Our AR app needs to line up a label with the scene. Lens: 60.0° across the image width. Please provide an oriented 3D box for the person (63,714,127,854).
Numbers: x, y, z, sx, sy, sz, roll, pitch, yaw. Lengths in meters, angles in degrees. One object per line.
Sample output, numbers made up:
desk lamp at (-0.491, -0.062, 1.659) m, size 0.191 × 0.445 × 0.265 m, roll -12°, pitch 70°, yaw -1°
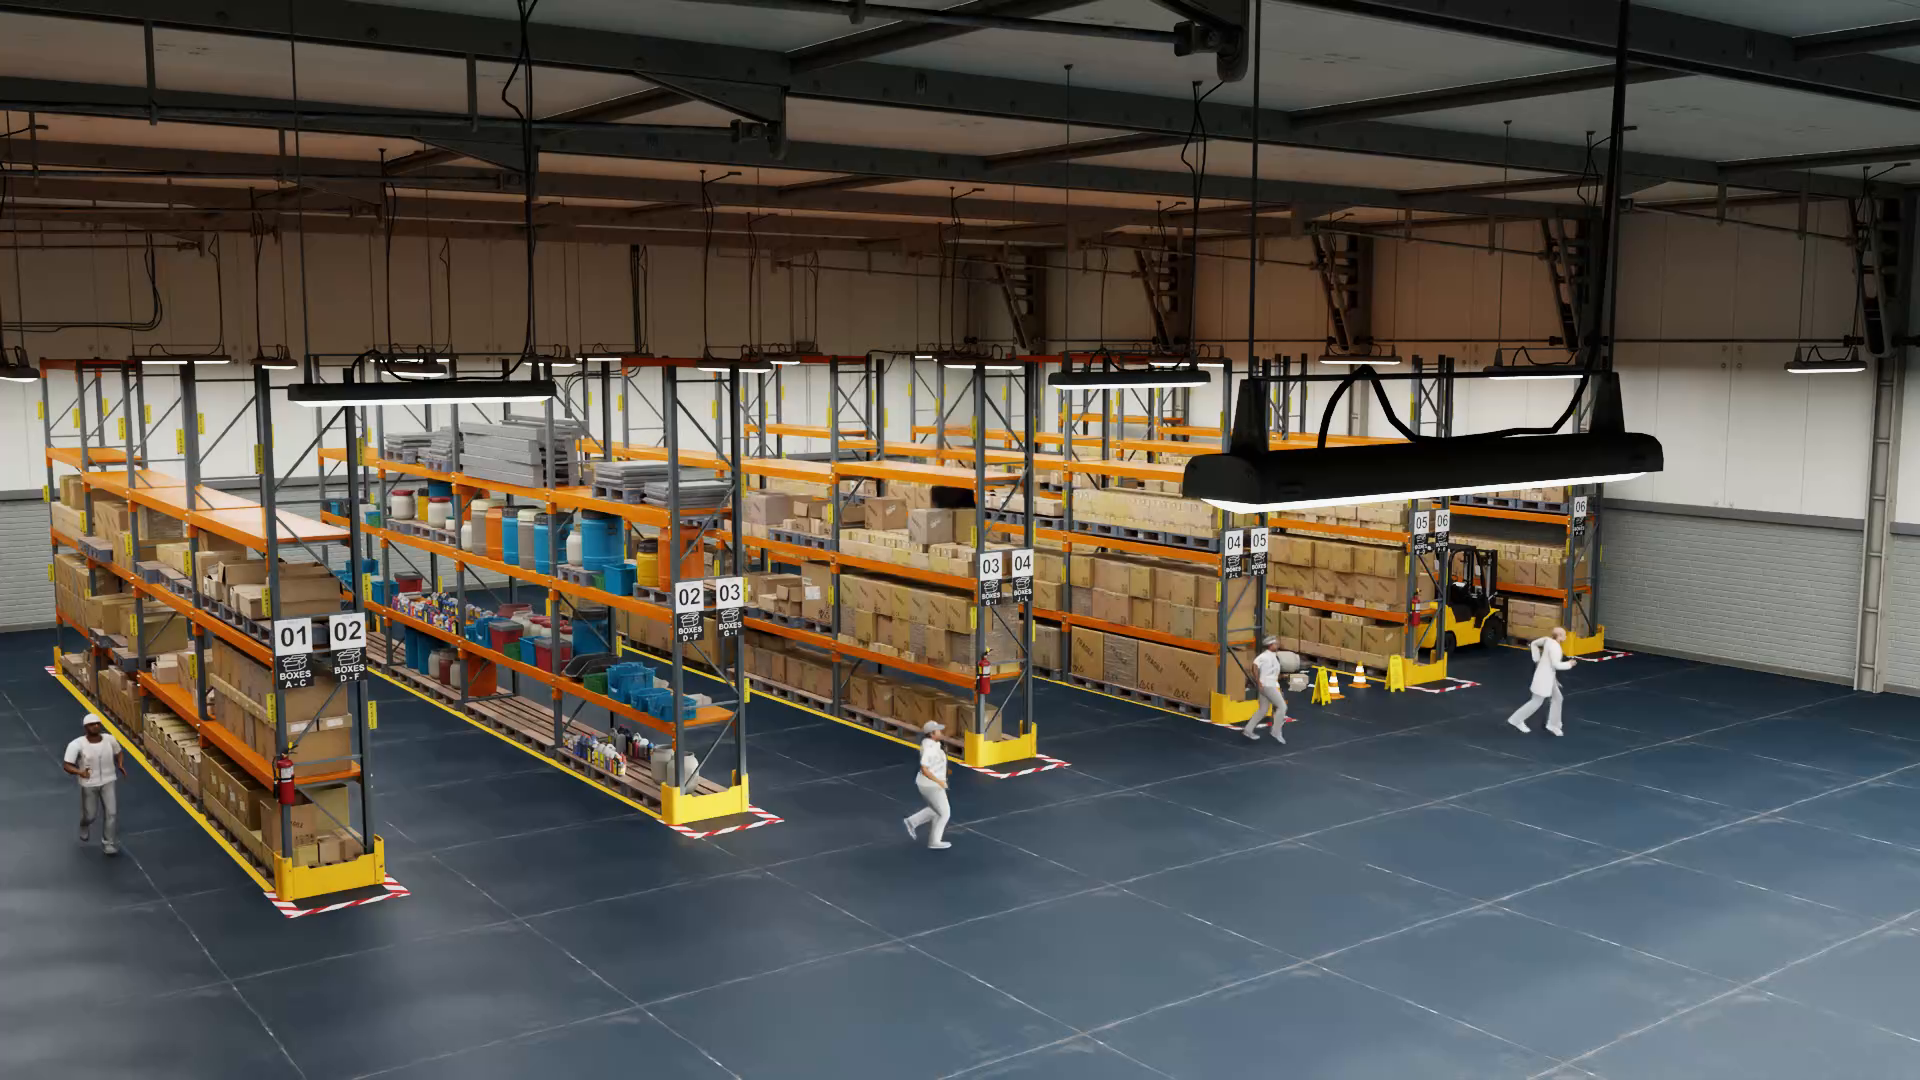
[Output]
person at (-10.706, 3.005, 20.632) m, size 0.714 × 1.731 × 0.791 m, roll -7°, pitch 9°, yaw -44°

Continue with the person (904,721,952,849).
person at (-0.392, 3.049, 20.697) m, size 0.617 × 1.624 × 0.601 m, roll -1°, pitch 7°, yaw -5°

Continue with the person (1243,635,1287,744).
person at (4.870, 2.348, 26.392) m, size 0.693 × 1.682 × 0.590 m, roll 2°, pitch 7°, yaw 16°

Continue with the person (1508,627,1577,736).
person at (9.348, 2.388, 26.696) m, size 1.019 × 1.646 × 0.733 m, roll 2°, pitch 7°, yaw 13°
